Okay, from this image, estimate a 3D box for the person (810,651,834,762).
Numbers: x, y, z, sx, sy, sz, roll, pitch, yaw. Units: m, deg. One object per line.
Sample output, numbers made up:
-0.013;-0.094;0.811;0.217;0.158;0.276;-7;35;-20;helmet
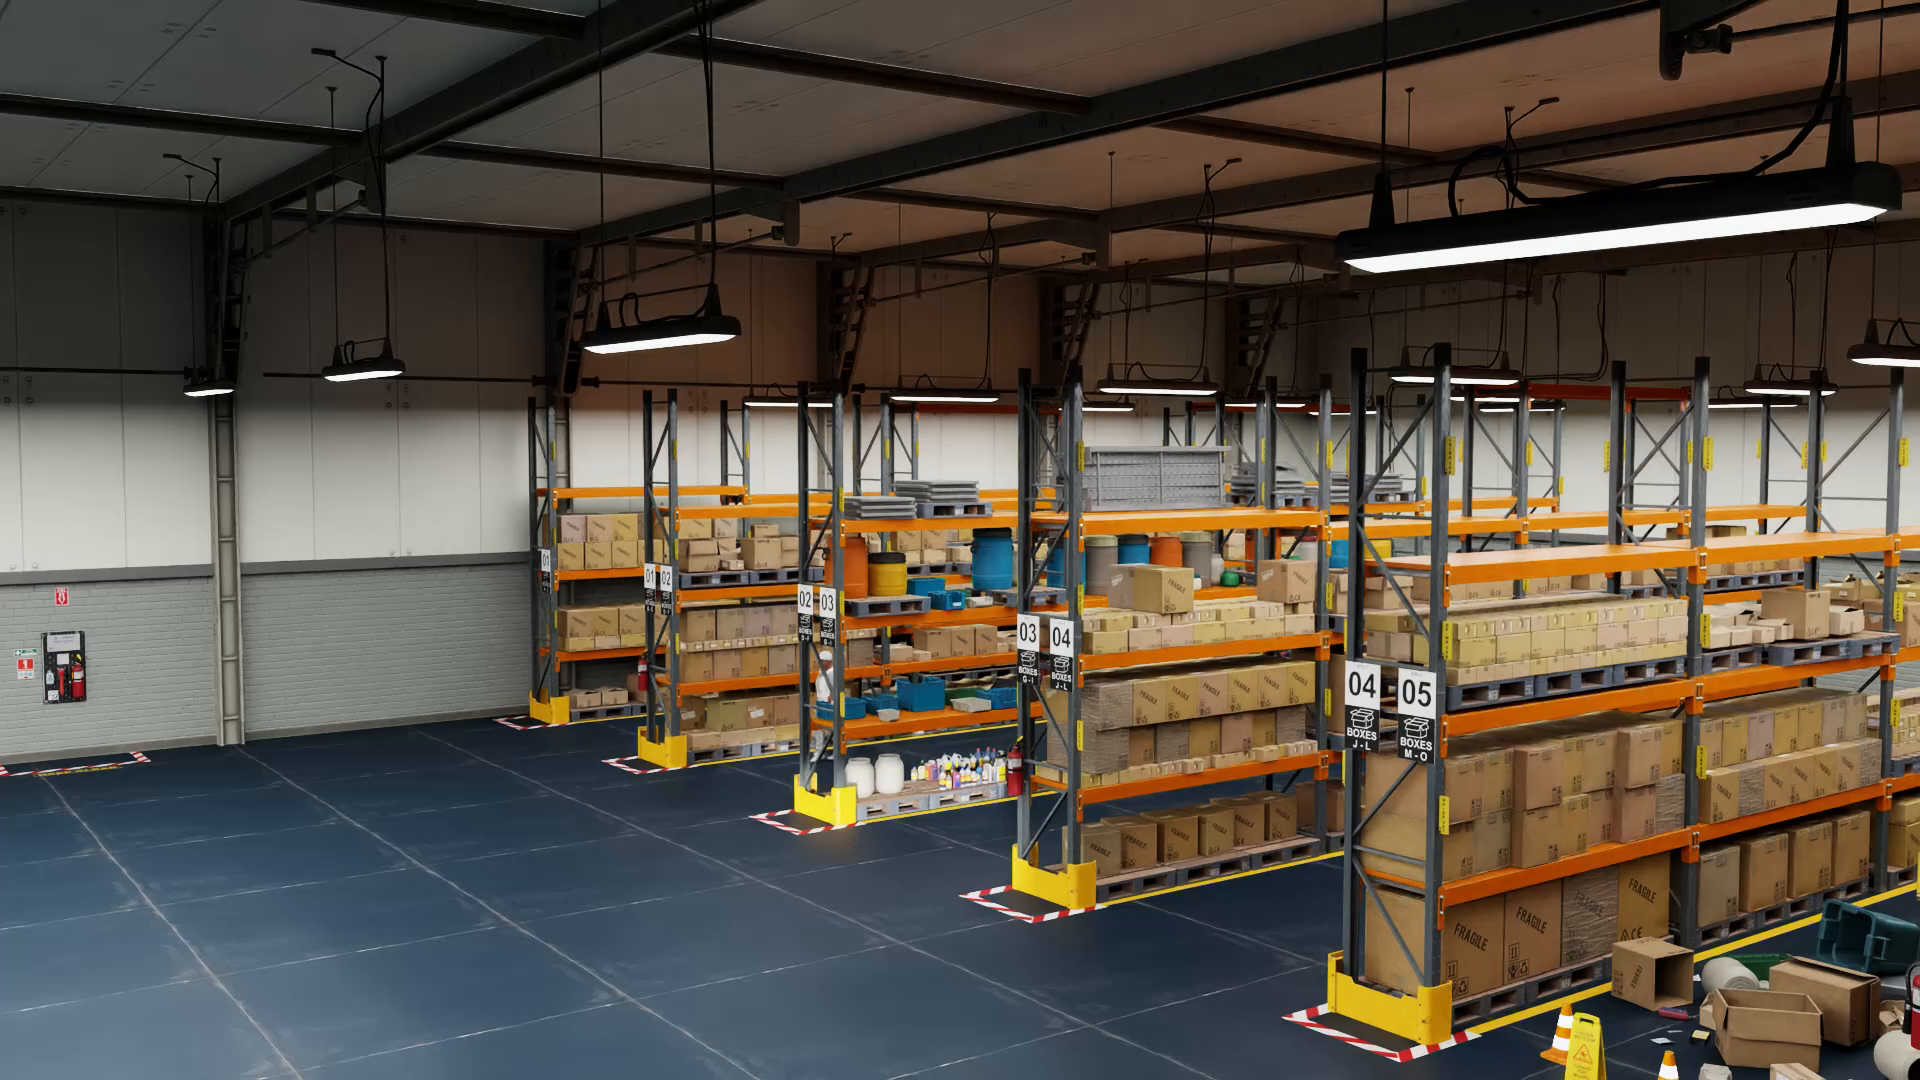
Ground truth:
-2.179;2.697;26.913;0.593;1.822;0.631;-1;4;-24;person
